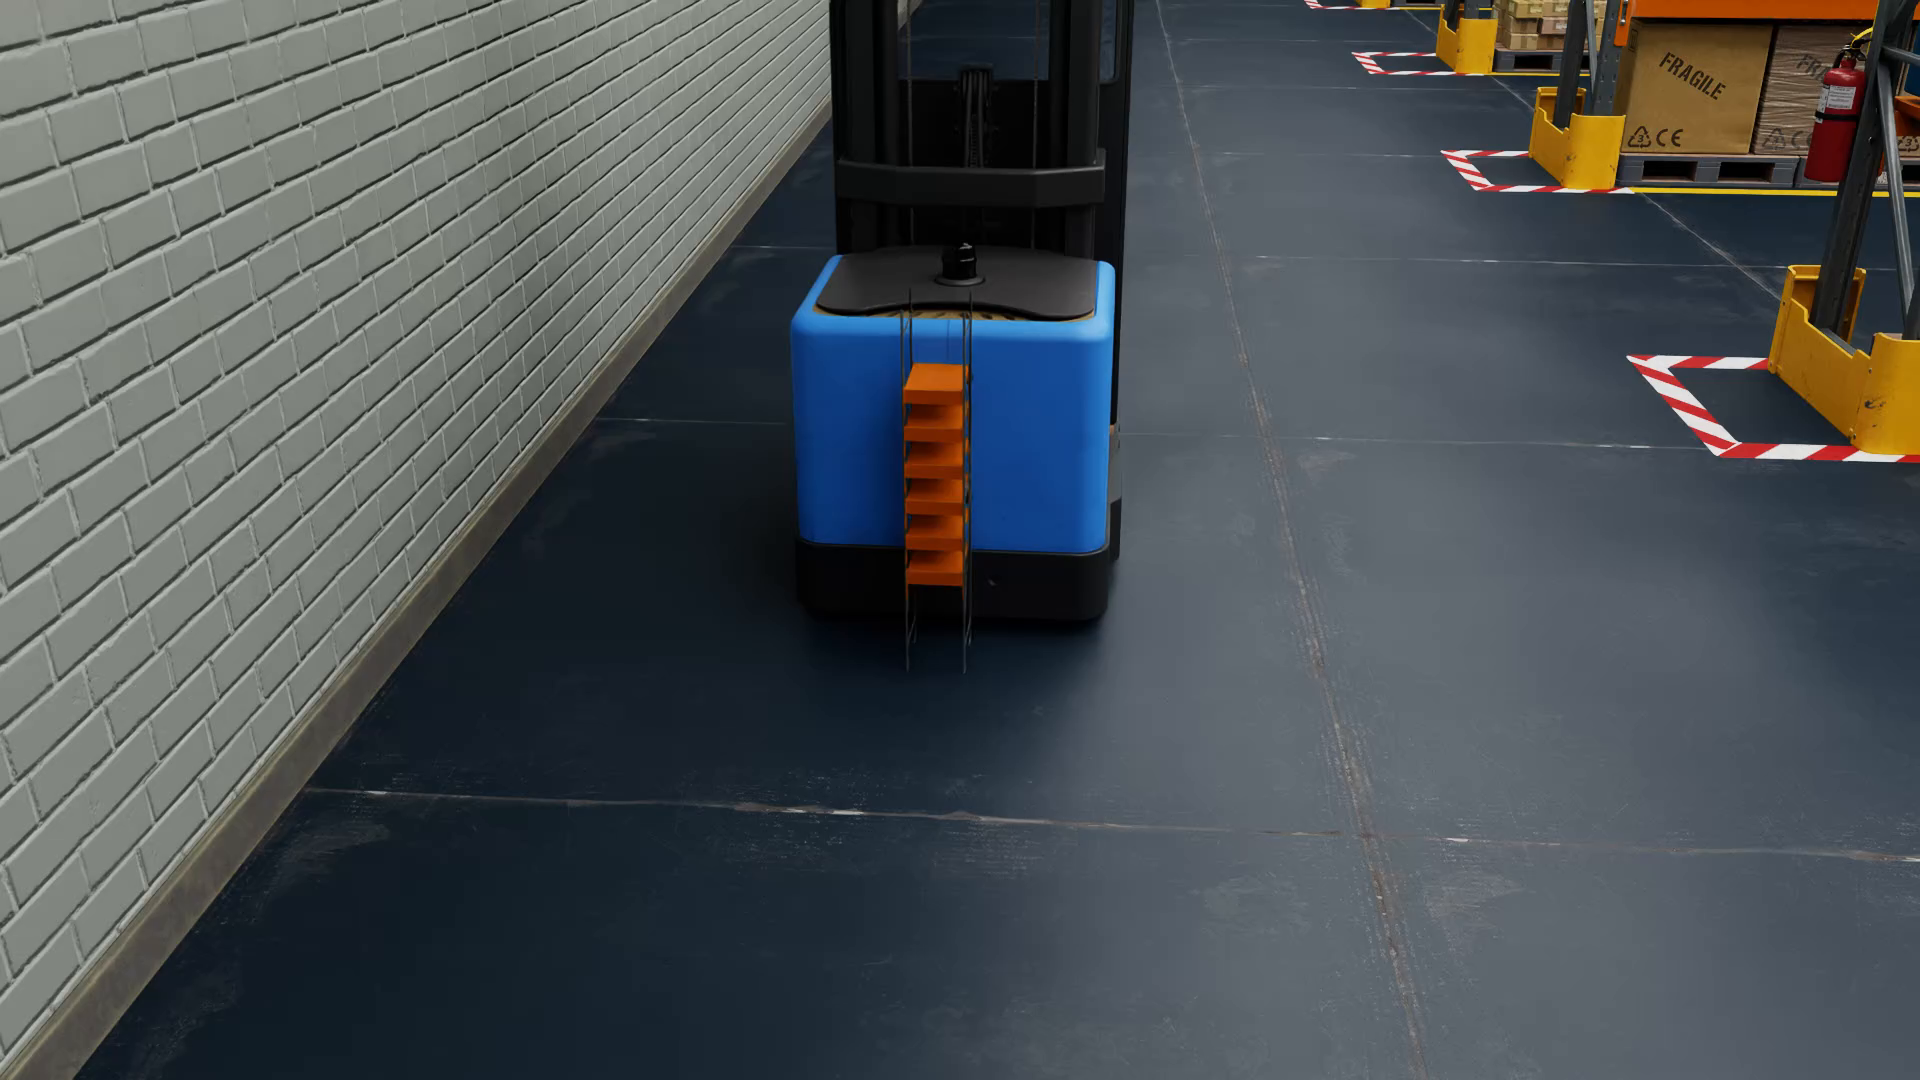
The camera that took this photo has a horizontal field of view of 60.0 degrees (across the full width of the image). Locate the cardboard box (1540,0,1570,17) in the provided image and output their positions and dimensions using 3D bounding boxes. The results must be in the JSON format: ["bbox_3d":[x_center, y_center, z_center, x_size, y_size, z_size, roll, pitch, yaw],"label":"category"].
[{"bbox_3d":[5.702,-5.147,16.043,0.250,0.149,0.380,2,25,5],"label":"cardboard box"}]

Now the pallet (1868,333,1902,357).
[{"bbox_3d":[4.881,-0.660,7.432,1.213,0.211,1.003,2,25,4],"label":"pallet"}]

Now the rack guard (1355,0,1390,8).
[{"bbox_3d":[5.176,-7.029,20.929,0.348,0.500,1.175,2,25,4],"label":"rack guard"}]

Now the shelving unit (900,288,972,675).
[{"bbox_3d":[-0.068,-0.167,5.176,0.189,1.200,0.258,2,25,5],"label":"shelving unit"}]

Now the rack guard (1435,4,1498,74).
[{"bbox_3d":[4.997,-4.960,16.431,0.348,0.500,1.175,2,25,4],"label":"rack guard"}]

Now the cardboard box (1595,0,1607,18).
[{"bbox_3d":[6.197,-5.112,15.967,0.250,0.149,0.380,1,25,1],"label":"cardboard box"}]

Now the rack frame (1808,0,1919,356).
[{"bbox_3d":[4.062,-1.970,6.942,0.127,3.000,1.000,2,25,4],"label":"rack frame"}]

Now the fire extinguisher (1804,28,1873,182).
[{"bbox_3d":[3.946,-1.959,7.458,0.183,0.674,0.296,2,25,4],"label":"fire extinguisher"}]

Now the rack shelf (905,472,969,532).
[{"bbox_3d":[-0.068,-0.127,5.195,0.180,0.103,0.258,2,25,5],"label":"rack shelf"}]

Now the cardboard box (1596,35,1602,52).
[{"bbox_3d":[6.181,-4.810,16.023,0.250,0.149,0.380,2,25,5],"label":"cardboard box"}]

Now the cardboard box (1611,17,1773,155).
[{"bbox_3d":[5.085,-3.272,11.812,0.875,0.875,0.875,2,25,4],"label":"cardboard box"}]

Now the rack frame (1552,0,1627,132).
[{"bbox_3d":[4.441,-4.034,11.428,0.127,3.000,1.000,2,25,4],"label":"rack frame"}]

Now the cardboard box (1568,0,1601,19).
[{"bbox_3d":[5.943,-5.085,15.910,0.250,0.149,0.380,2,25,4],"label":"cardboard box"}]

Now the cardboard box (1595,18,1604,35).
[{"bbox_3d":[6.191,-4.948,15.968,0.250,0.149,0.380,3,25,6],"label":"cardboard box"}]

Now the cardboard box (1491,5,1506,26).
[{"bbox_3d":[5.470,-5.231,16.581,0.250,0.149,0.380,1,25,3],"label":"cardboard box"}]

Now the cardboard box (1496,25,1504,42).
[{"bbox_3d":[5.462,-5.064,16.574,0.250,0.149,0.380,2,25,5],"label":"cardboard box"}]

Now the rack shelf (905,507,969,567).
[{"bbox_3d":[-0.068,-0.018,5.246,0.180,0.103,0.258,2,25,5],"label":"rack shelf"}]

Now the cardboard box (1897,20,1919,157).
[{"bbox_3d":[6.880,-3.215,11.687,0.875,0.875,0.875,2,25,4],"label":"cardboard box"}]

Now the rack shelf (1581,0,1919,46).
[{"bbox_3d":[6.435,-3.643,11.439,4.000,0.370,1.077,2,25,4],"label":"rack shelf"}]

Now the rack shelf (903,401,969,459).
[{"bbox_3d":[-0.069,-0.344,5.093,0.180,0.103,0.258,2,25,5],"label":"rack shelf"}]

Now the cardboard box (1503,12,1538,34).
[{"bbox_3d":[5.424,-5.005,16.091,0.250,0.149,0.380,3,25,6],"label":"cardboard box"}]

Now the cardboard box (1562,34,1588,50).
[{"bbox_3d":[5.935,-4.864,16.140,0.250,0.149,0.380,2,25,5],"label":"cardboard box"}]

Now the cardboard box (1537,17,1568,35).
[{"bbox_3d":[5.693,-4.973,16.021,0.250,0.149,0.380,2,25,4],"label":"cardboard box"}]

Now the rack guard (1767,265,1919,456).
[{"bbox_3d":[4.037,-0.829,7.454,0.348,0.500,1.175,2,25,4],"label":"rack guard"}]

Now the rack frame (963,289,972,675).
[{"bbox_3d":[0.023,-0.164,5.168,0.006,1.200,0.240,2,25,5],"label":"rack frame"}]

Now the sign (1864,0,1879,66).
[{"bbox_3d":[4.088,-2.273,7.407,0.005,0.325,0.100,2,25,4],"label":"sign"}]

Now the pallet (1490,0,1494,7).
[{"bbox_3d":[7.216,-6.864,20.915,1.213,0.211,1.003,2,25,4],"label":"pallet"}]

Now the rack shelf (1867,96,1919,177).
[{"bbox_3d":[6.056,-1.579,6.953,4.000,0.370,1.077,2,25,4],"label":"rack shelf"}]

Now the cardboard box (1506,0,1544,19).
[{"bbox_3d":[5.418,-5.105,15.953,0.250,0.149,0.380,1,25,2],"label":"cardboard box"}]

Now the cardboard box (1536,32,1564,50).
[{"bbox_3d":[5.687,-4.869,16.151,0.250,0.149,0.380,2,25,4],"label":"cardboard box"}]

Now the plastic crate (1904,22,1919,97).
[{"bbox_3d":[4.410,-2.080,7.068,0.499,0.435,0.616,2,25,4],"label":"plastic crate"}]

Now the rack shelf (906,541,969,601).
[{"bbox_3d":[-0.068,0.090,5.297,0.180,0.103,0.258,2,25,5],"label":"rack shelf"}]

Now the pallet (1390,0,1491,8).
[{"bbox_3d":[6.003,-6.904,21.003,1.213,0.211,1.003,2,25,4],"label":"pallet"}]

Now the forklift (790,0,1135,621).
[{"bbox_3d":[0.099,-1.645,6.319,1.130,2.935,3.031,2,25,5],"label":"forklift"}]

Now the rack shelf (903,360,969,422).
[{"bbox_3d":[-0.069,-0.453,5.042,0.180,0.103,0.258,2,25,5],"label":"rack shelf"}]

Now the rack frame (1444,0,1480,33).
[{"bbox_3d":[4.922,-6.098,15.914,0.127,3.000,1.000,2,25,4],"label":"rack frame"}]

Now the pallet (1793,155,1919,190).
[{"bbox_3d":[6.457,-2.734,11.939,1.213,0.211,1.003,2,25,4],"label":"pallet"}]

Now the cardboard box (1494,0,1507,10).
[{"bbox_3d":[5.469,-5.352,16.490,0.250,0.149,0.380,2,25,5],"label":"cardboard box"}]

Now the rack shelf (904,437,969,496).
[{"bbox_3d":[-0.068,-0.236,5.144,0.180,0.103,0.258,2,25,5],"label":"rack shelf"}]

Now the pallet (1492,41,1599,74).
[{"bbox_3d":[5.805,-4.788,16.403,1.213,0.211,1.003,2,25,4],"label":"pallet"}]

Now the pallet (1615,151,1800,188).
[{"bbox_3d":[5.244,-2.774,12.026,1.213,0.211,1.003,2,25,4],"label":"pallet"}]

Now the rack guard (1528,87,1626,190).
[{"bbox_3d":[4.417,-2.899,11.952,0.348,0.500,1.175,2,25,4],"label":"rack guard"}]

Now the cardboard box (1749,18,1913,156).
[{"bbox_3d":[5.993,-3.243,11.749,0.875,0.875,0.875,2,25,4],"label":"cardboard box"}]

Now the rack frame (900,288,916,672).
[{"bbox_3d":[-0.159,-0.171,5.183,0.006,1.200,0.240,2,25,5],"label":"rack frame"}]

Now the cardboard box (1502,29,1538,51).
[{"bbox_3d":[5.419,-4.843,16.095,0.250,0.149,0.380,2,25,5],"label":"cardboard box"}]
